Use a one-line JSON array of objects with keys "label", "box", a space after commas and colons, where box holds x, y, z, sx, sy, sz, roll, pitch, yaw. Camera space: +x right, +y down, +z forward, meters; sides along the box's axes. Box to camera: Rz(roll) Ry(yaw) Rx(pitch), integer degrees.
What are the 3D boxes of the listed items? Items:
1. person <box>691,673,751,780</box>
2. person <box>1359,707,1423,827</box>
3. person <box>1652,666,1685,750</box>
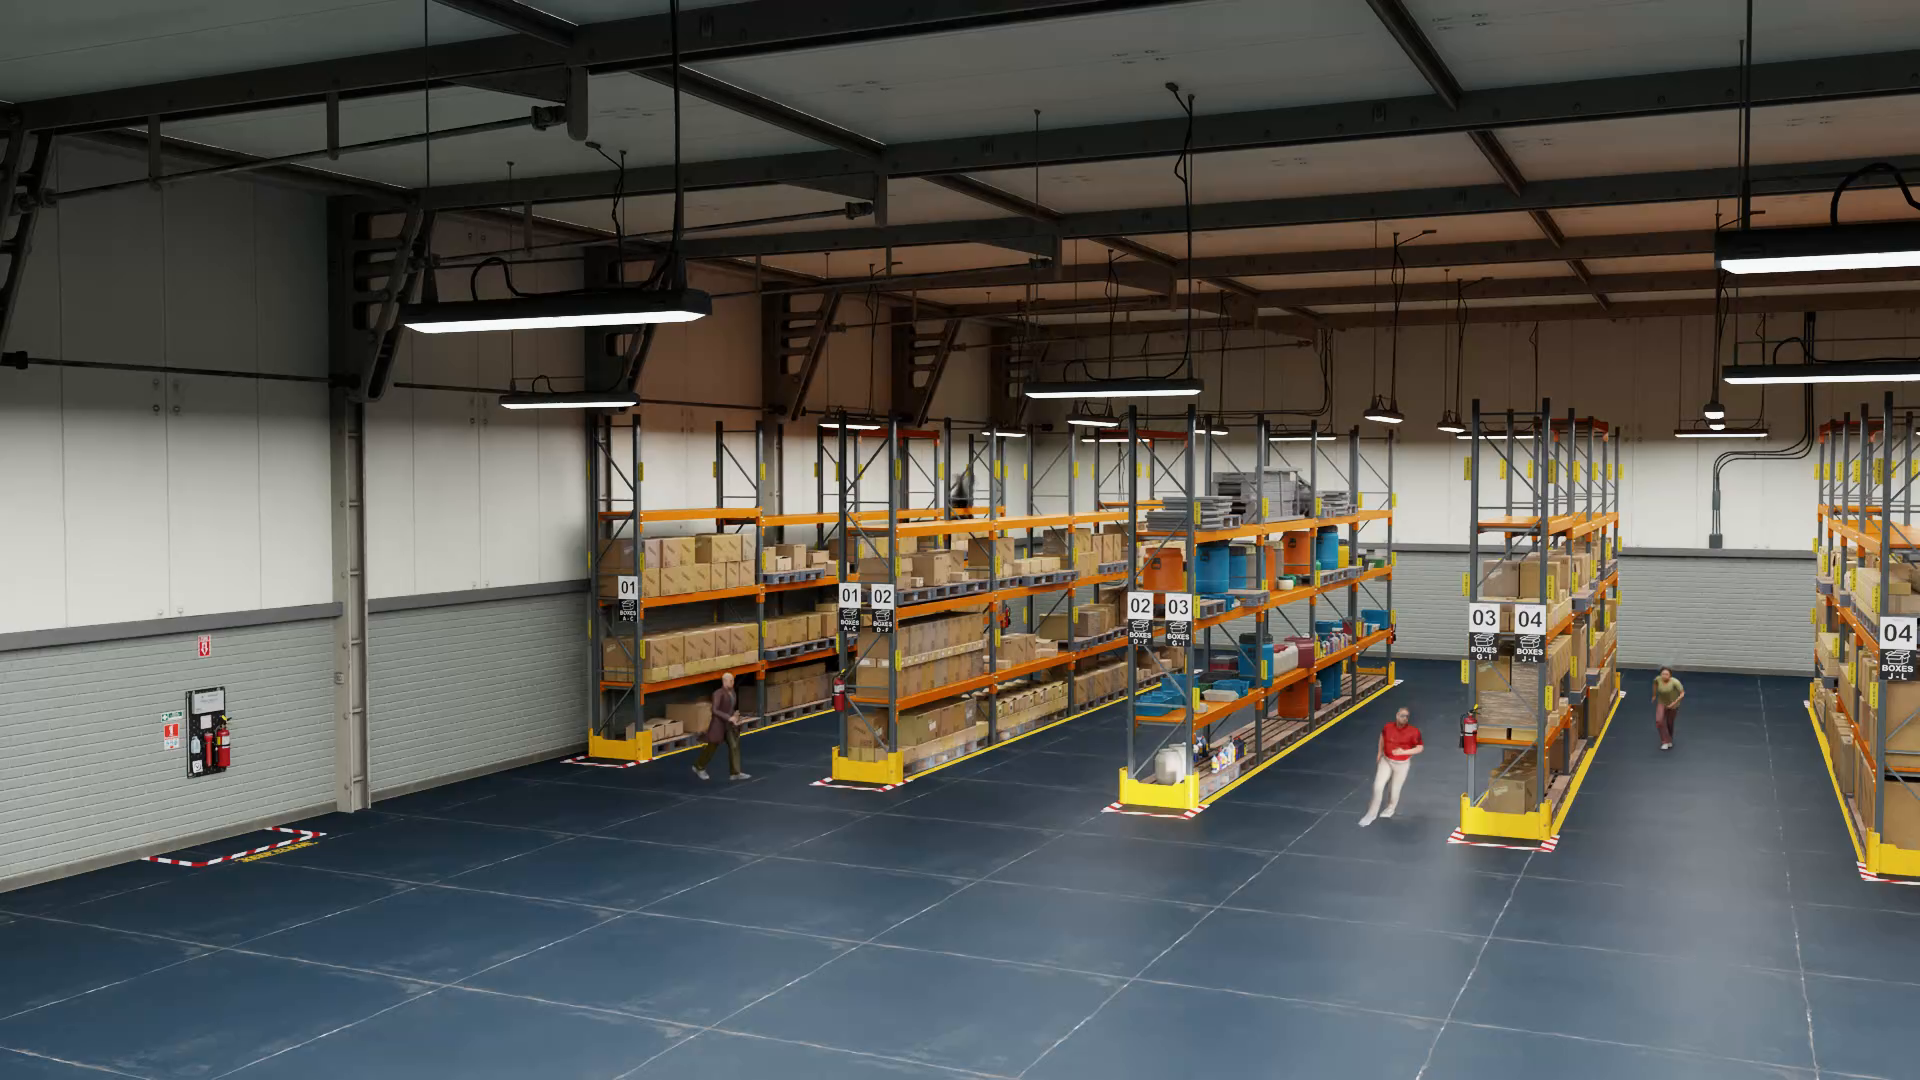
[{"label": "person", "box": [-3.850, 2.990, 26.682, 1.098, 1.741, 0.660, 2, 3, 33]}, {"label": "person", "box": [6.149, 3.192, 23.601, 0.844, 1.688, 0.759, 1, 3, 23]}, {"label": "person", "box": [12.899, 3.008, 30.205, 0.573, 1.510, 1.039, 2, 3, 34]}]
